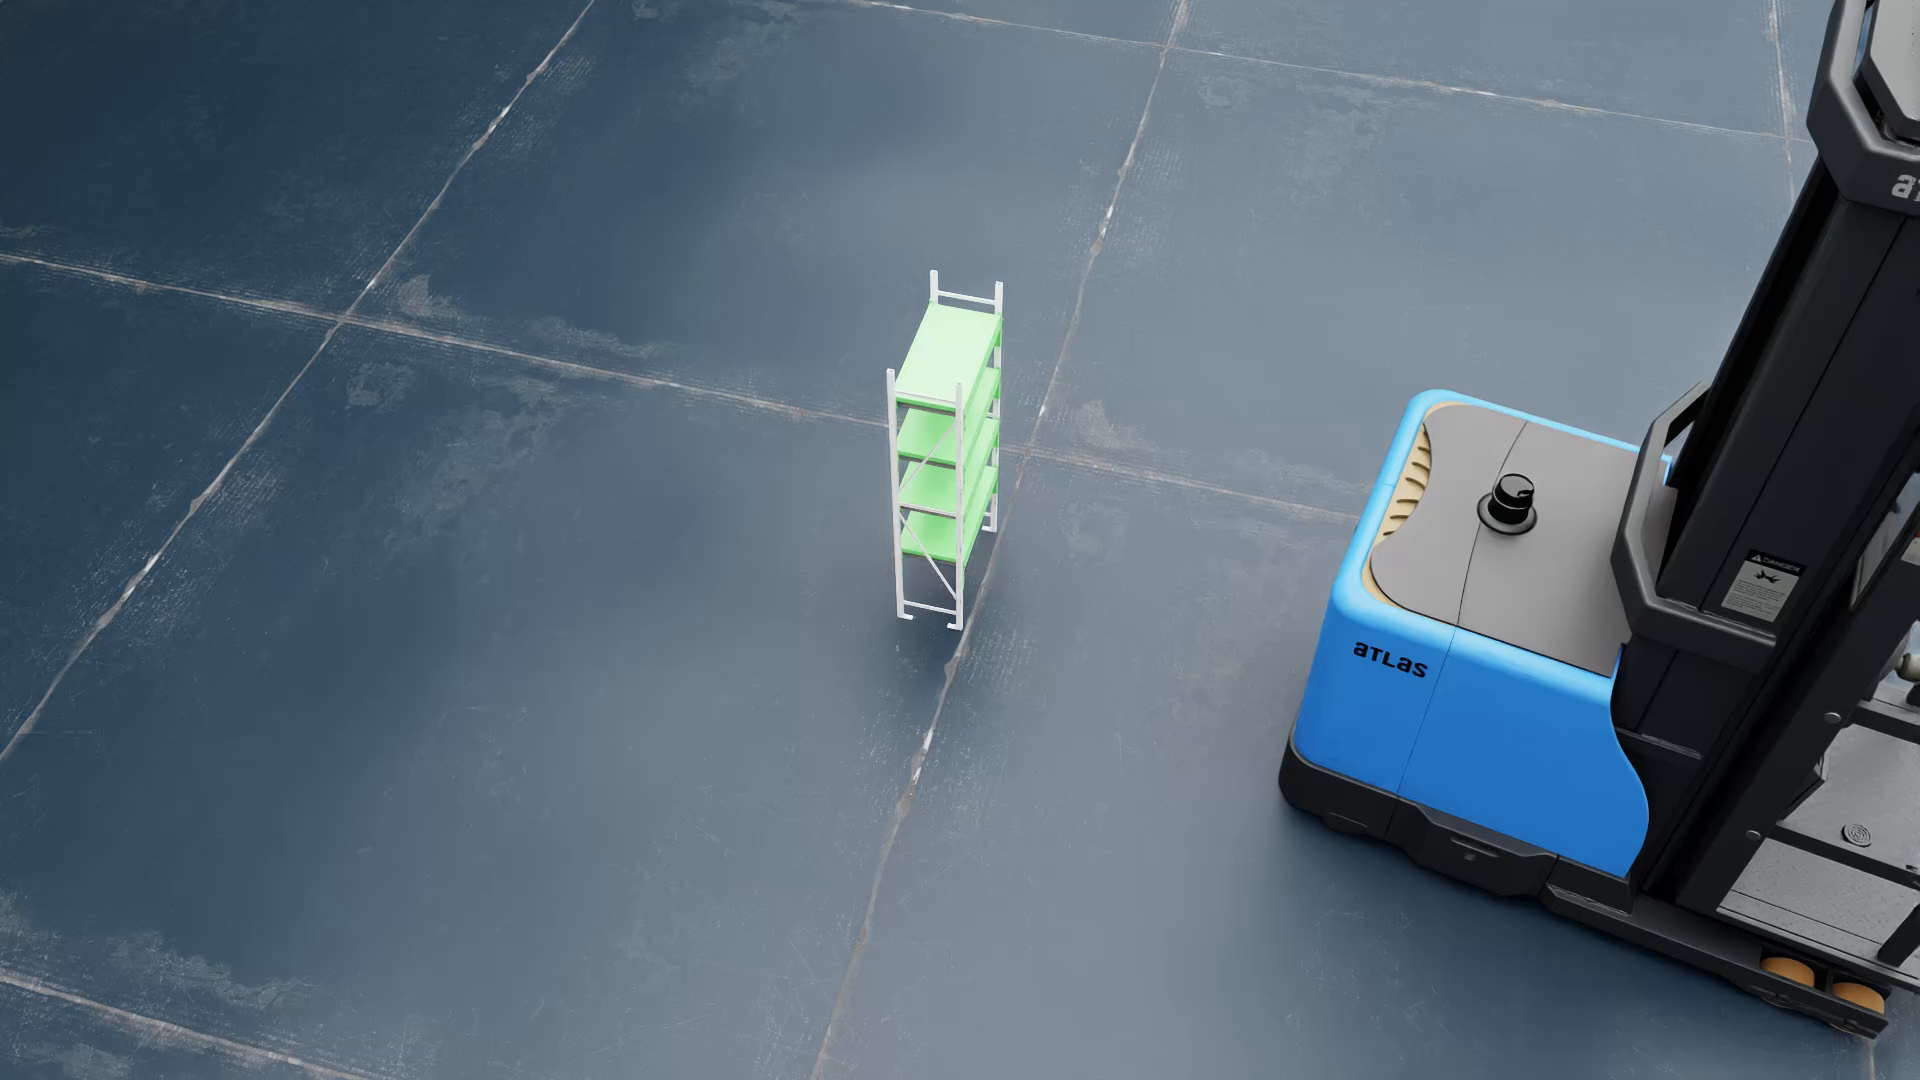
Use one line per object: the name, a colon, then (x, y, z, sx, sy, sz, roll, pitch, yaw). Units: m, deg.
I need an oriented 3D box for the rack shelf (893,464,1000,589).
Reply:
rack shelf: (-0.044, -0.076, 5.922, 0.258, 0.148, 0.480, 12, 50, 10)

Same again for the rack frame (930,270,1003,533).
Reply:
rack frame: (0.021, -0.454, 5.850, 0.240, 1.200, 0.015, 12, 50, 10)

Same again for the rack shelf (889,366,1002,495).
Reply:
rack shelf: (-0.044, -0.394, 5.562, 0.258, 0.148, 0.480, 12, 50, 10)

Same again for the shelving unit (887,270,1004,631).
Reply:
shelving unit: (-0.044, -0.277, 5.694, 0.258, 1.200, 0.503, 12, 50, 10)

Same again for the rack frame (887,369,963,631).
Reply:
rack frame: (-0.108, -0.101, 5.539, 0.240, 1.200, 0.015, 12, 50, 10)

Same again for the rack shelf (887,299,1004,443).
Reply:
rack shelf: (-0.044, -0.553, 5.383, 0.258, 0.148, 0.480, 12, 50, 10)

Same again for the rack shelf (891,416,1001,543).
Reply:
rack shelf: (-0.044, -0.235, 5.742, 0.258, 0.148, 0.480, 12, 50, 10)

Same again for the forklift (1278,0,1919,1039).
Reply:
forklift: (2.603, 0.040, 4.260, 3.031, 2.935, 1.130, 19, 51, 16)
